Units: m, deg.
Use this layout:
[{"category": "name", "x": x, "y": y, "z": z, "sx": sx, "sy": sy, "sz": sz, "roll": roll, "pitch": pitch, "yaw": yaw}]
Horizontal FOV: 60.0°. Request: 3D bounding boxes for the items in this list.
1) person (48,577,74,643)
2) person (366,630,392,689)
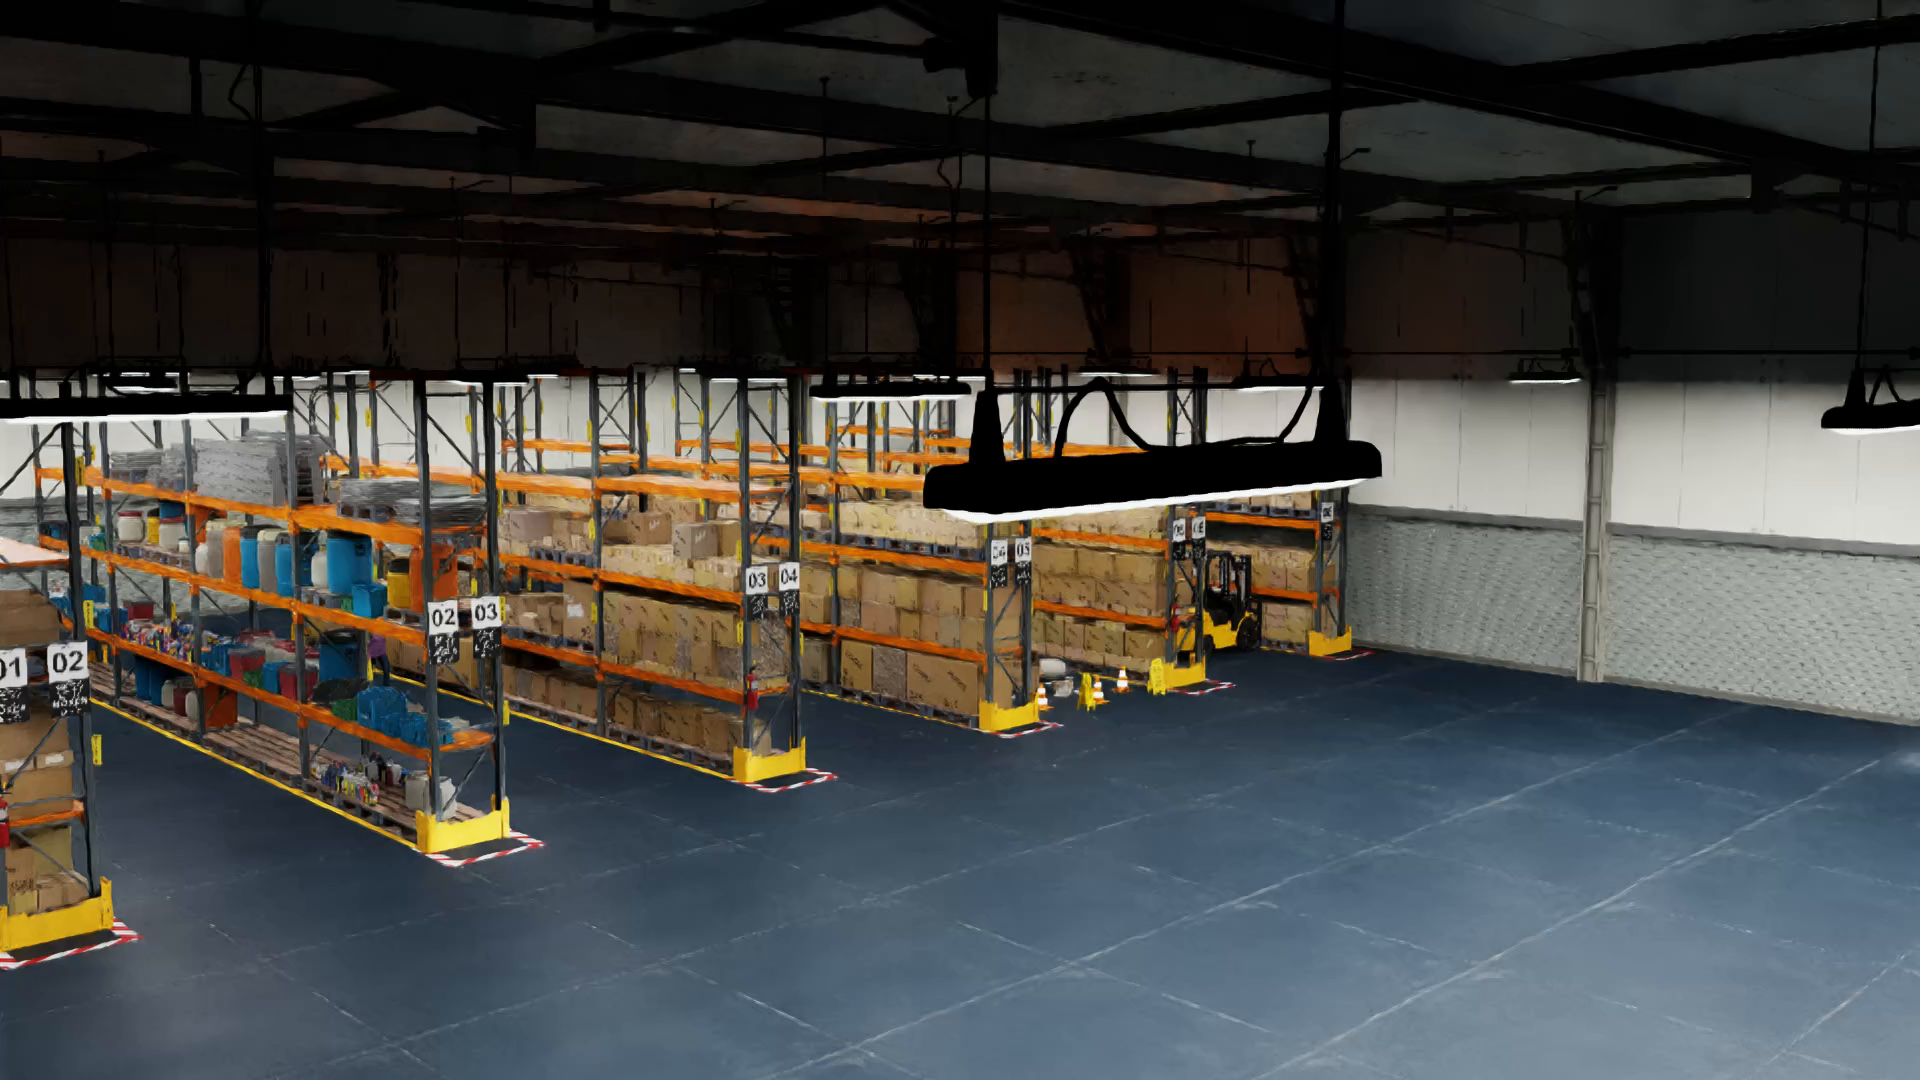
[{"category": "person", "x": -19.044, "y": 1.573, "z": 35.050, "sx": 0.783, "sy": 1.615, "sz": 0.644, "roll": 3, "pitch": 7, "yaw": 27}, {"category": "person", "x": -10.791, "y": 2.098, "z": 30.737, "sx": 0.417, "sy": 1.517, "sz": 1.036, "roll": -6, "pitch": 9, "yaw": -41}]
